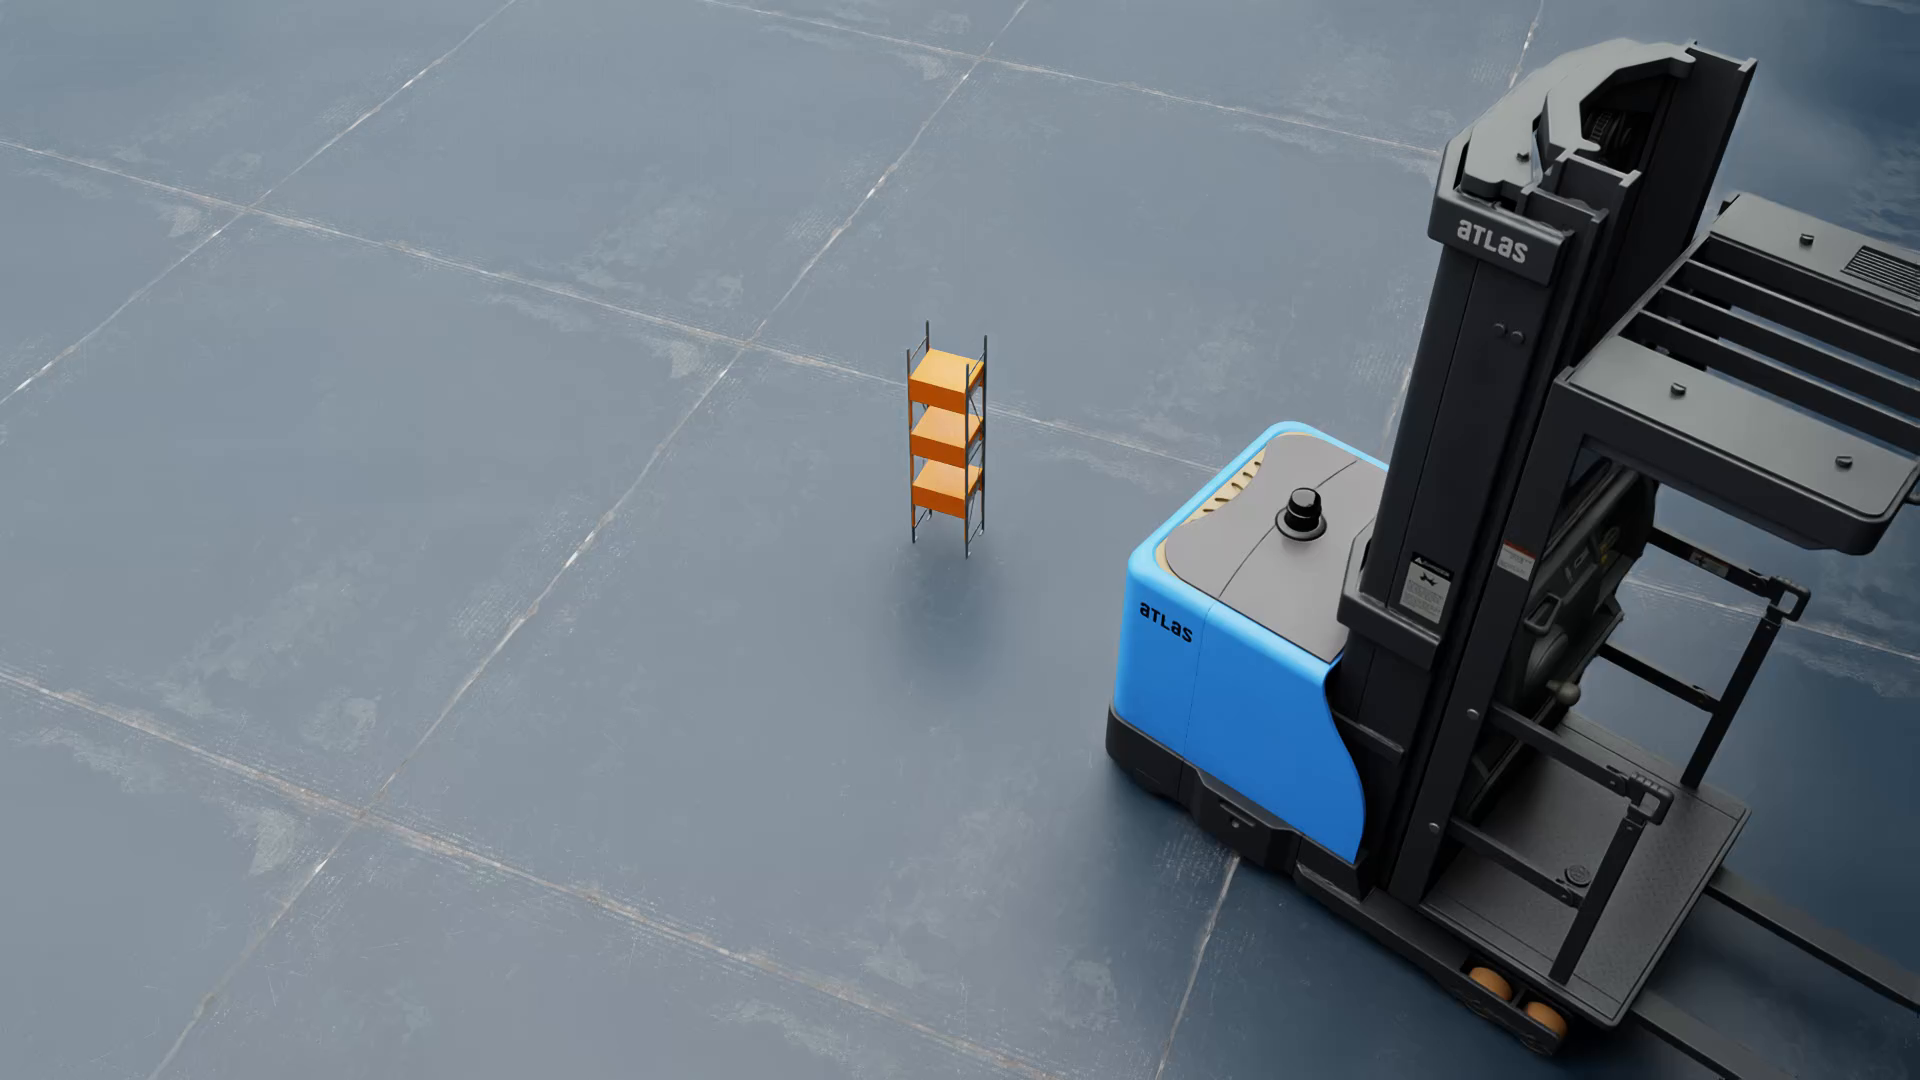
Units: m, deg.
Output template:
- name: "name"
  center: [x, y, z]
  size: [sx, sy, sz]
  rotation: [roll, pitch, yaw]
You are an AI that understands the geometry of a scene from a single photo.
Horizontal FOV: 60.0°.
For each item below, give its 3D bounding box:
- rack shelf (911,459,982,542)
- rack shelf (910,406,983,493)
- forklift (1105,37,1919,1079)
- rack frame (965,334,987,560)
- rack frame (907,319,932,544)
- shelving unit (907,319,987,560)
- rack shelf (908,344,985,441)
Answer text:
- name: "rack shelf"
  center: [-0.049, -0.182, 6.937]
  size: [0.240, 0.259, 0.215]
  rotation: [16, 47, 16]
- name: "rack shelf"
  center: [-0.049, -0.379, 6.741]
  size: [0.240, 0.259, 0.215]
  rotation: [16, 47, 16]
- name: "forklift"
  center: [1.992, 0.200, 4.810]
  size: [3.031, 2.935, 1.130]
  rotation: [31, 53, 27]
- name: "rack frame"
  center: [0.063, -0.354, 6.700]
  size: [0.008, 1.050, 0.200]
  rotation: [16, 47, 16]
- name: "rack frame"
  center: [-0.162, -0.420, 6.767]
  size: [0.008, 1.050, 0.200]
  rotation: [16, 47, 16]
- name: "shelving unit"
  center: [-0.049, -0.387, 6.733]
  size: [0.252, 1.050, 0.215]
  rotation: [16, 47, 16]
- name: "rack shelf"
  center: [-0.049, -0.580, 6.541]
  size: [0.240, 0.259, 0.215]
  rotation: [16, 47, 16]
